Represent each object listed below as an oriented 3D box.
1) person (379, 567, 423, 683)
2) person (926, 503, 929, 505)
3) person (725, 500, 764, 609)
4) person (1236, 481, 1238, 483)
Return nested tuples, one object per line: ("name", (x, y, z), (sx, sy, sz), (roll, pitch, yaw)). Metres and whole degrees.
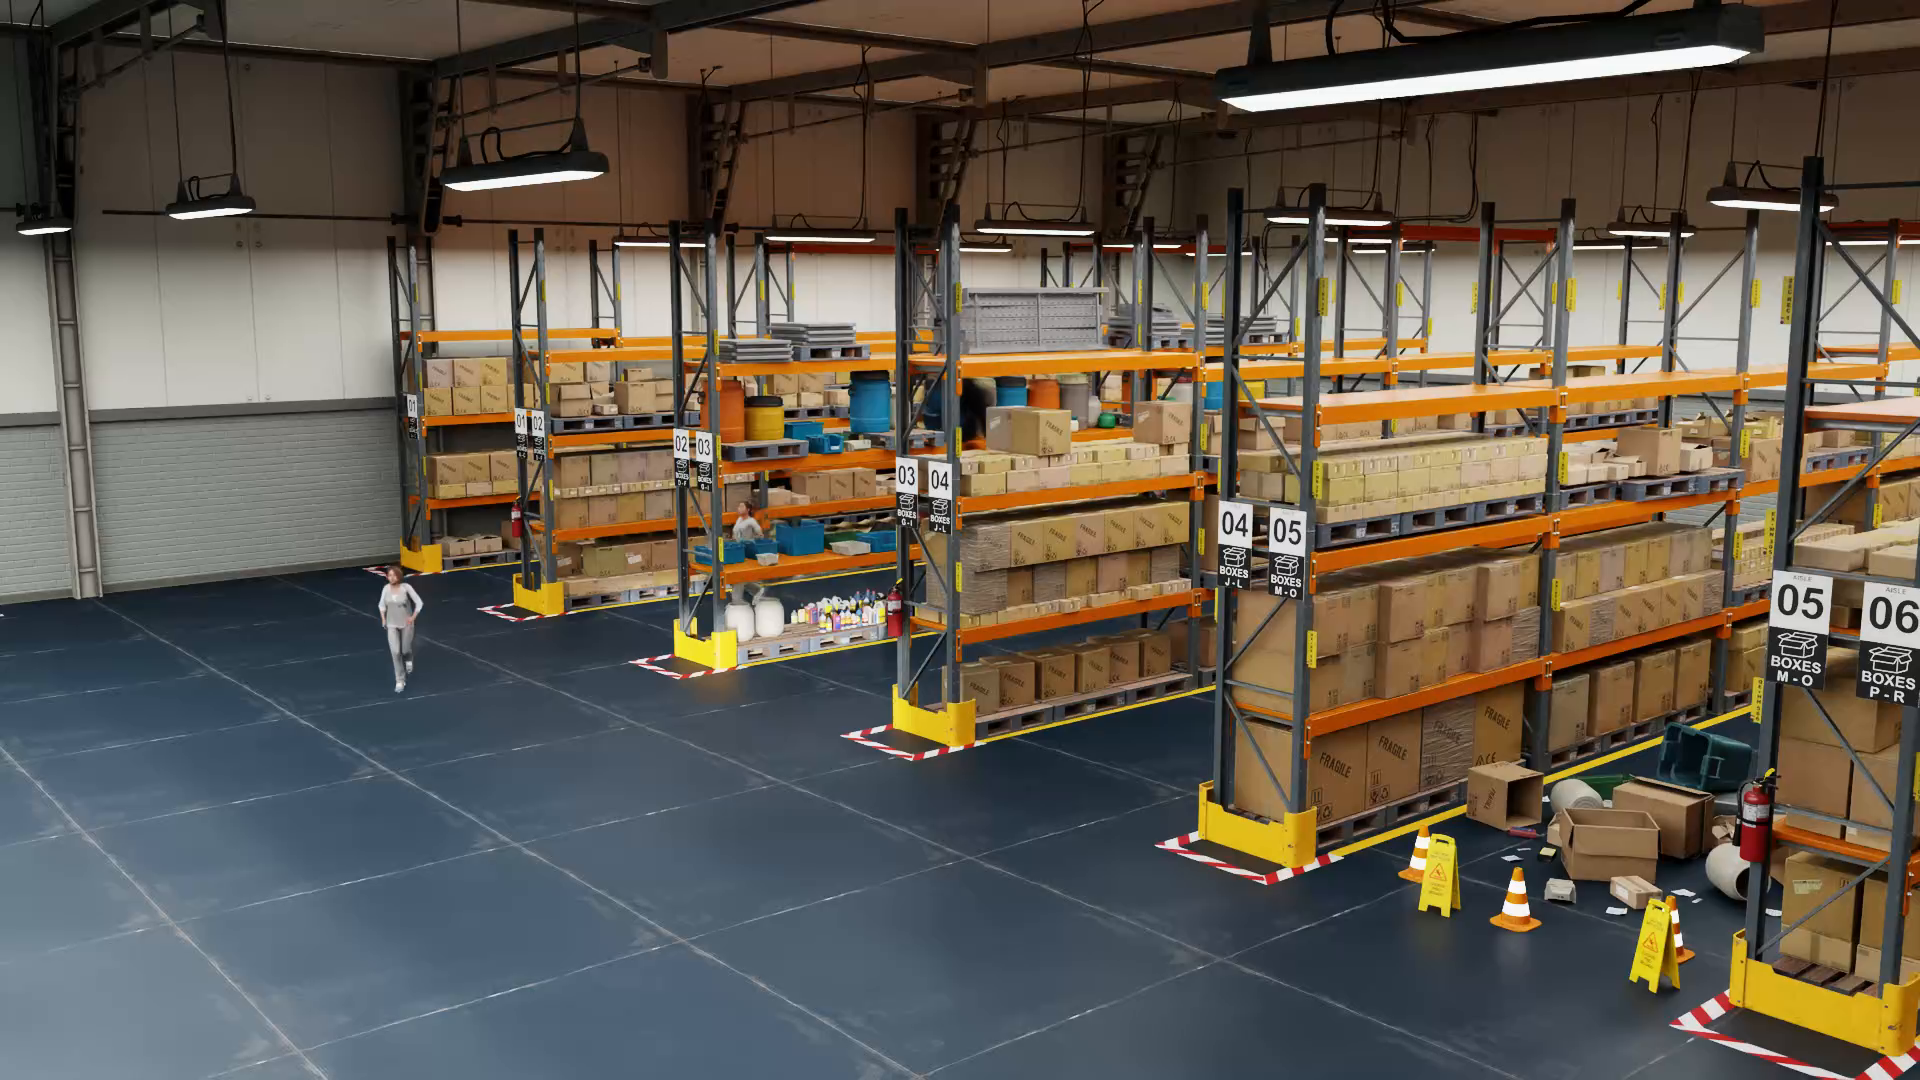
("person", (-7.189, 1.064, 21.429), (0.555, 1.494, 0.595), (-1, 9, -4))
("person", (-0.489, -1.053, 35.013), (0.655, 1.725, 0.631), (7, 11, 40))
("person", (-3.246, 0.216, 25.077), (0.740, 1.646, 0.575), (-8, 12, -41))
("person", (5.638, -0.952, 34.438), (0.700, 1.708, 0.674), (-9, 12, -44))
